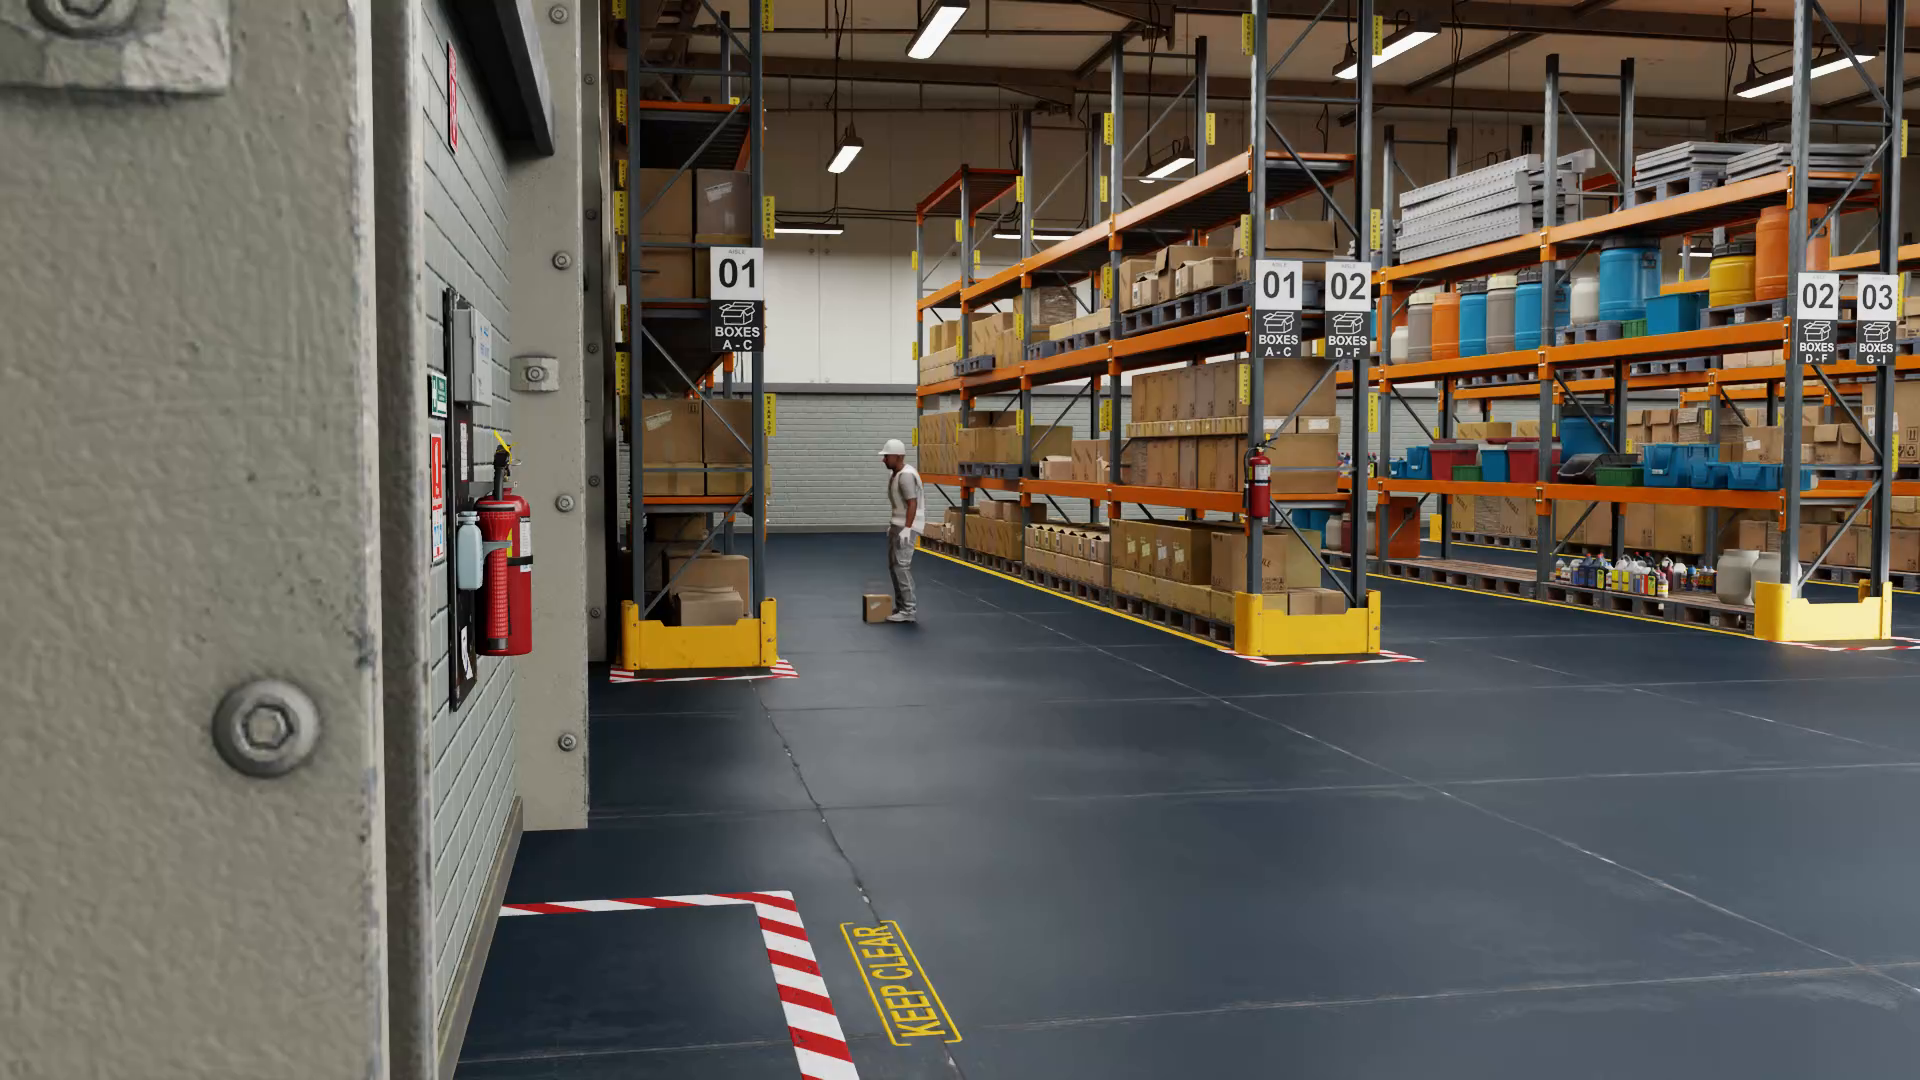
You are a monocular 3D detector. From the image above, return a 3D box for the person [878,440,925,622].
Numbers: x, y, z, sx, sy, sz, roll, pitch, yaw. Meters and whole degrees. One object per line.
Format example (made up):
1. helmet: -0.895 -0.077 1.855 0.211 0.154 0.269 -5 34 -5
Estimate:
1. person: -0.583 -0.093 16.270 0.452 1.772 0.615 -1 3 -14
